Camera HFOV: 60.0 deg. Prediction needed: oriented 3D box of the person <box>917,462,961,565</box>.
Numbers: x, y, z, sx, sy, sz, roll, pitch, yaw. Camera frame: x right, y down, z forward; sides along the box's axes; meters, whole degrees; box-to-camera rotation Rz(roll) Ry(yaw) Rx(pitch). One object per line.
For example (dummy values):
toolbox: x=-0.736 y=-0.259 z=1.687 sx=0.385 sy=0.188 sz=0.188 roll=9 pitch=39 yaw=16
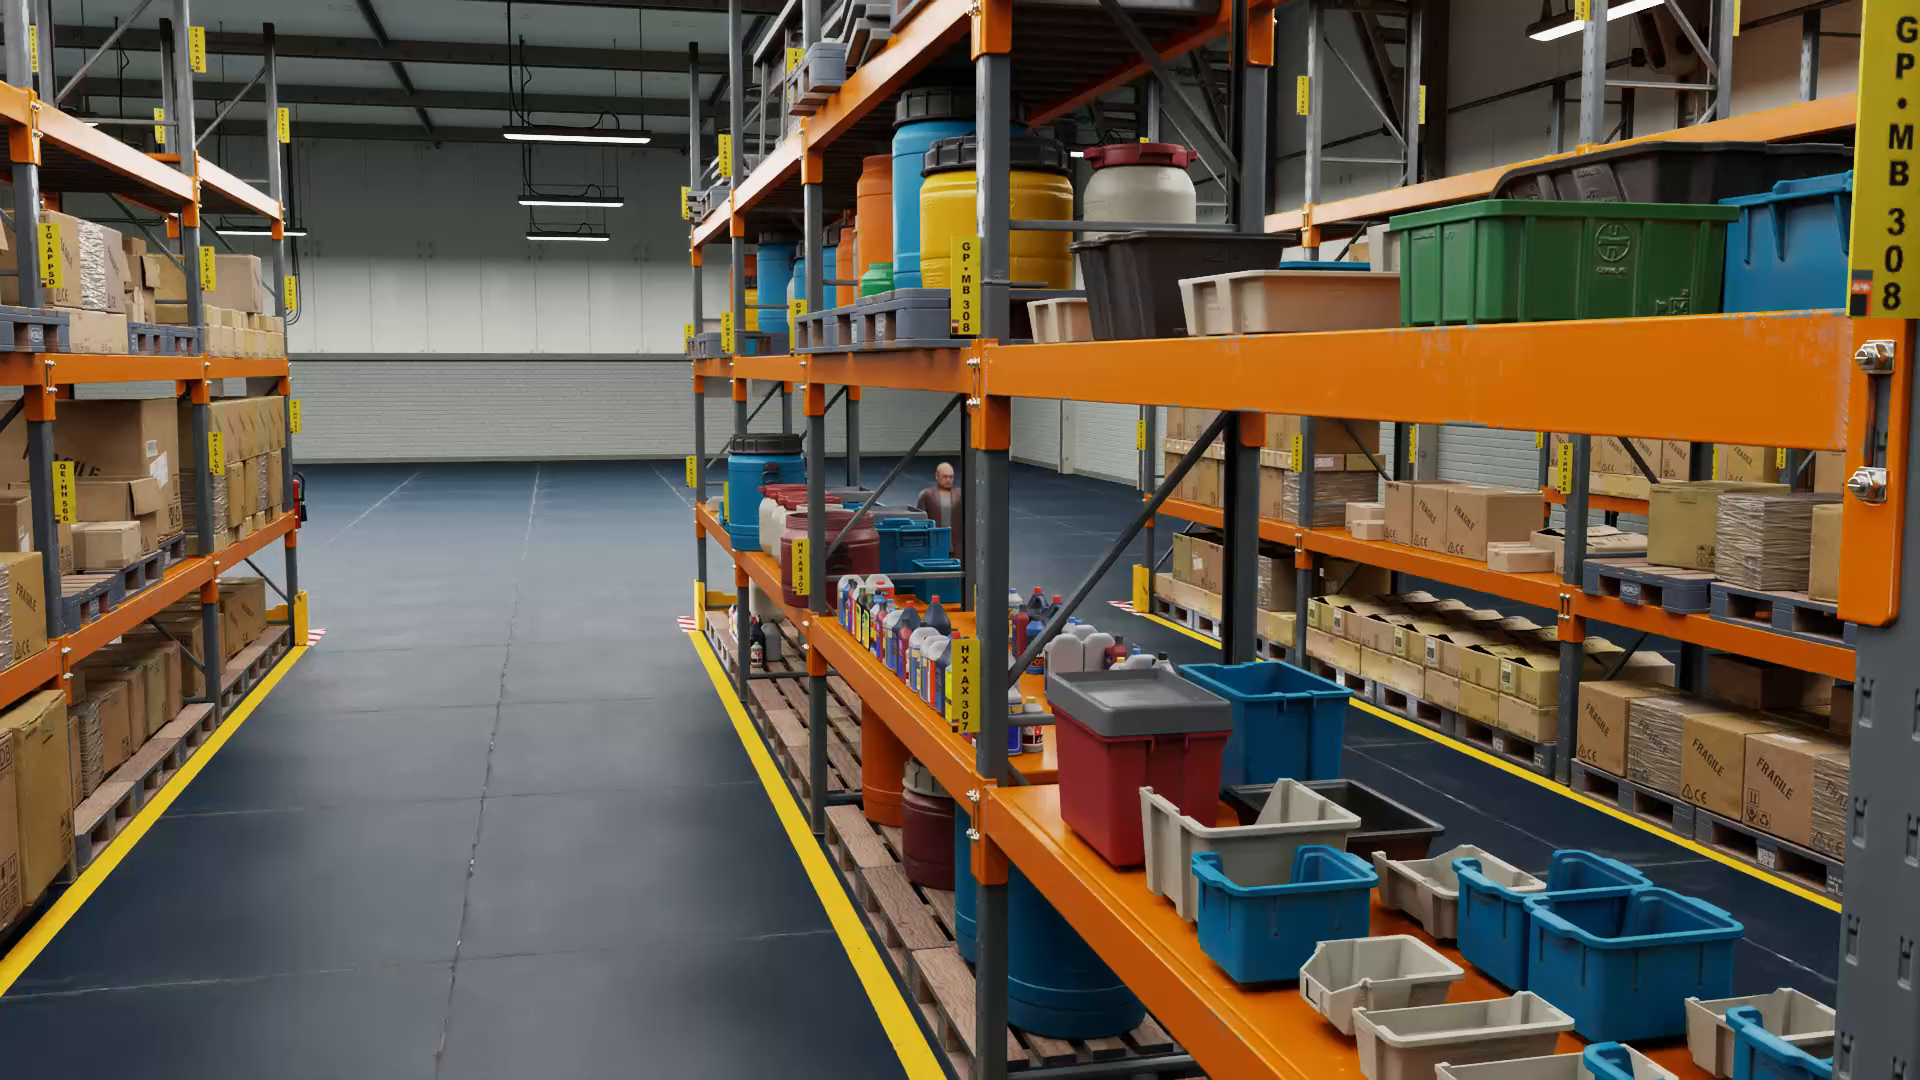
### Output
person: x=-0.148 y=0.106 z=16.782 sx=0.562 sy=1.778 sz=0.381 roll=-1 pitch=6 yaw=-13
